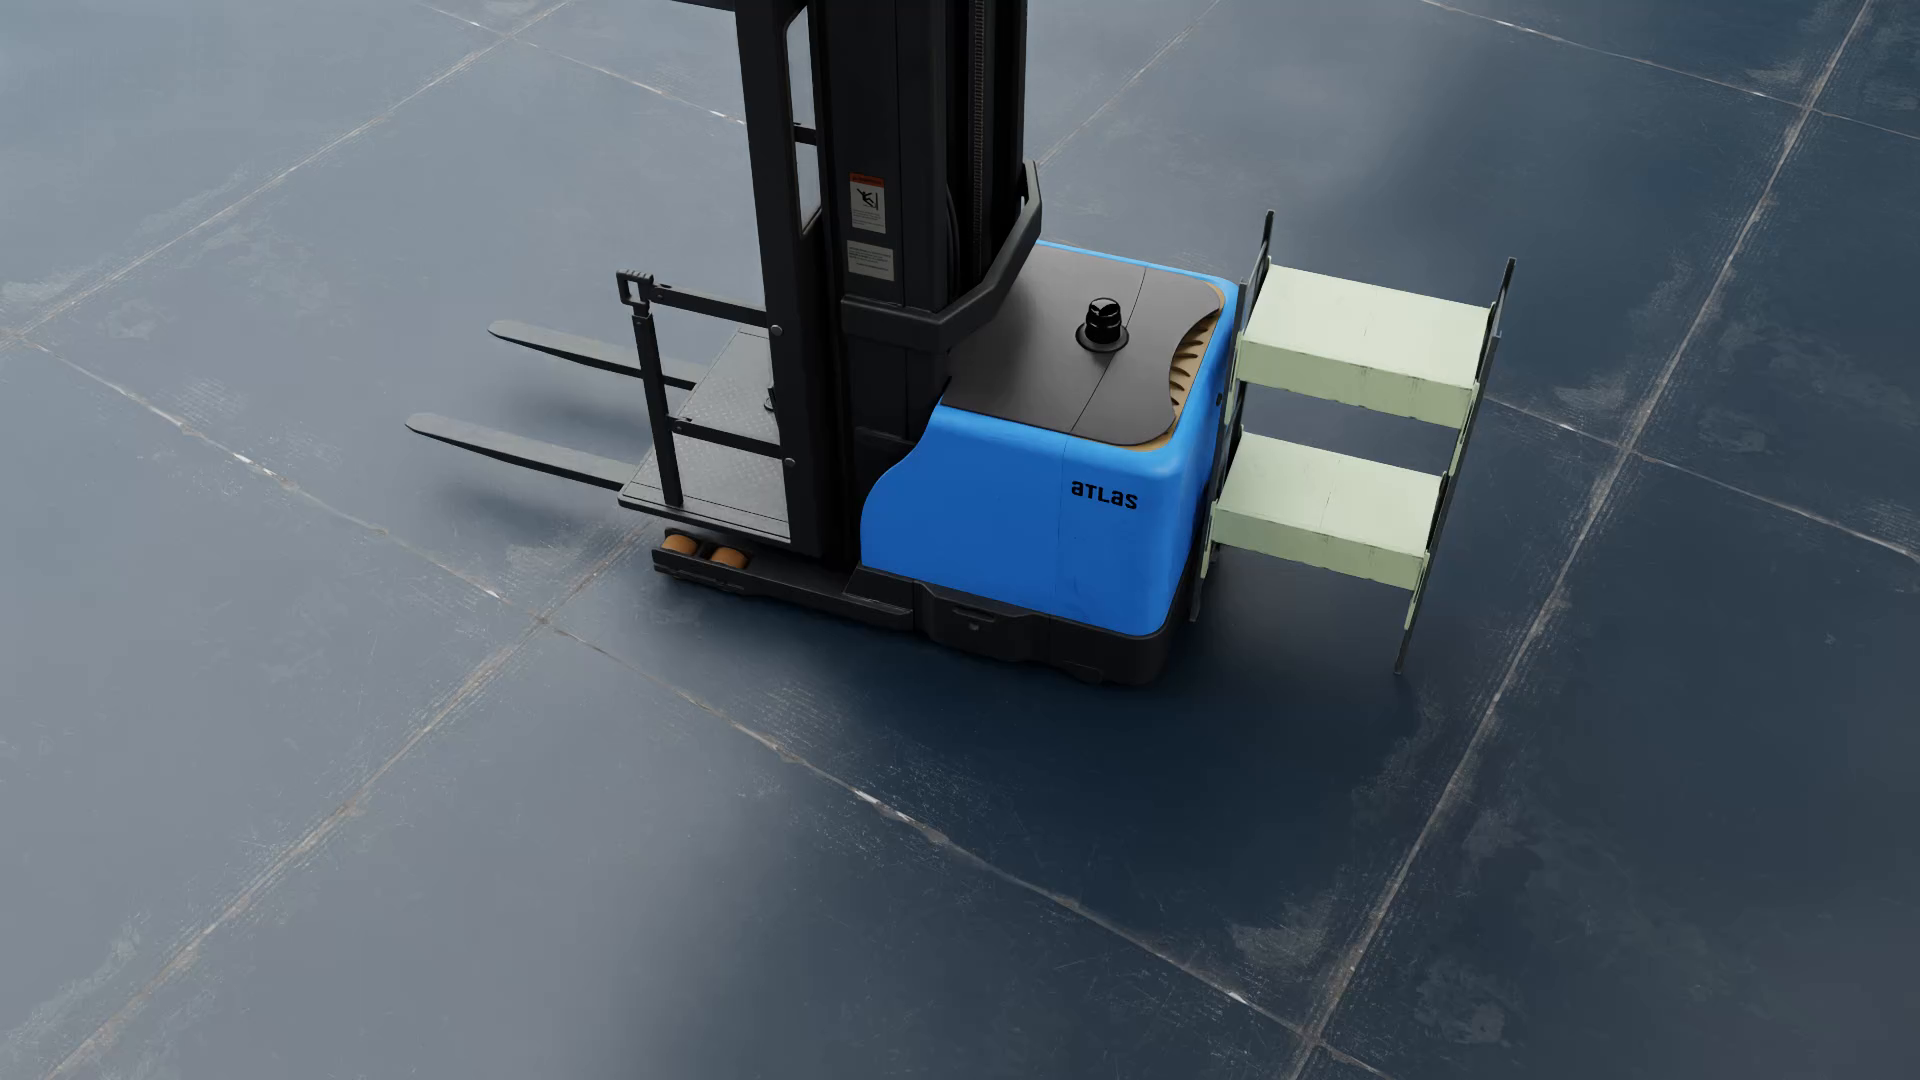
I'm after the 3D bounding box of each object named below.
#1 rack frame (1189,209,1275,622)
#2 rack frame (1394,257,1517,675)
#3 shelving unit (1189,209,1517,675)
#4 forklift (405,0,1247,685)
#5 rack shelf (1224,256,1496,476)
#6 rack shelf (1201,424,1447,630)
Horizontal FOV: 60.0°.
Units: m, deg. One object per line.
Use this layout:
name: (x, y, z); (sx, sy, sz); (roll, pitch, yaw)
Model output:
rack frame: (0.900, -0.365, 5.559); (0.023, 1.500, 0.400); (14, 48, 14)
rack frame: (1.589, -0.189, 5.388); (0.023, 1.500, 0.400); (14, 48, 14)
shelving unit: (1.244, -0.277, 5.473); (0.755, 1.500, 0.431); (14, 48, 14)
forklift: (-0.594, -1.173, 5.346); (3.031, 2.935, 1.130); (14, 48, 14)
rack shelf: (1.244, -0.549, 5.193); (0.720, 0.370, 0.431); (14, 48, 14)
rack shelf: (1.244, -0.050, 5.707); (0.720, 0.370, 0.431); (14, 48, 14)
